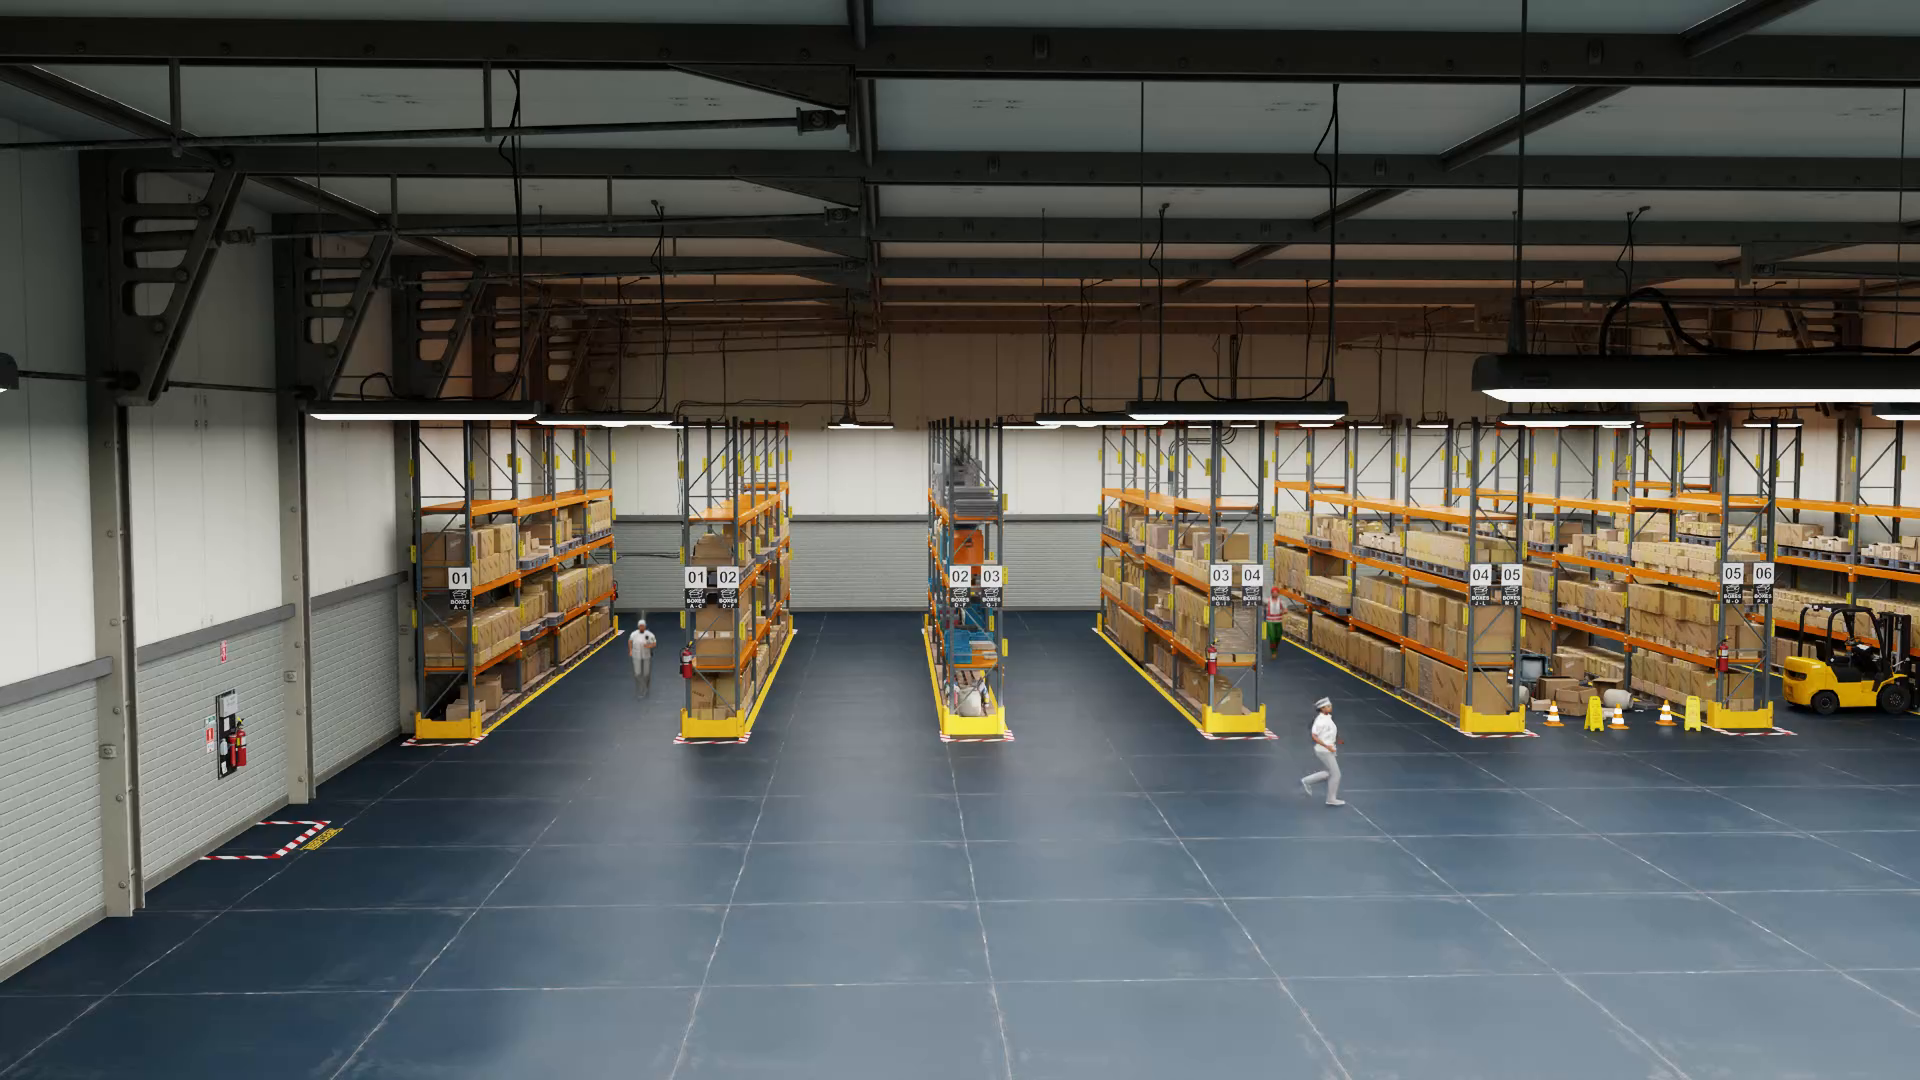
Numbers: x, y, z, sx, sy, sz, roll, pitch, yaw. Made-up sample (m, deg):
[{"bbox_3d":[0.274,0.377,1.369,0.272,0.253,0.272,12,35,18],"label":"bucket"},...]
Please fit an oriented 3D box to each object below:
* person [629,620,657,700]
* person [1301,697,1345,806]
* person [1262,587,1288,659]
[{"bbox_3d":[-6.805,2.540,35.680,0.599,1.668,0.937,-1,4,-8],"label":"person"},{"bbox_3d":[5.578,3.225,25.530,0.681,1.655,0.581,2,4,24],"label":"person"},{"bbox_3d":[7.933,2.073,41.951,0.663,1.766,1.000,0,4,1],"label":"person"}]
